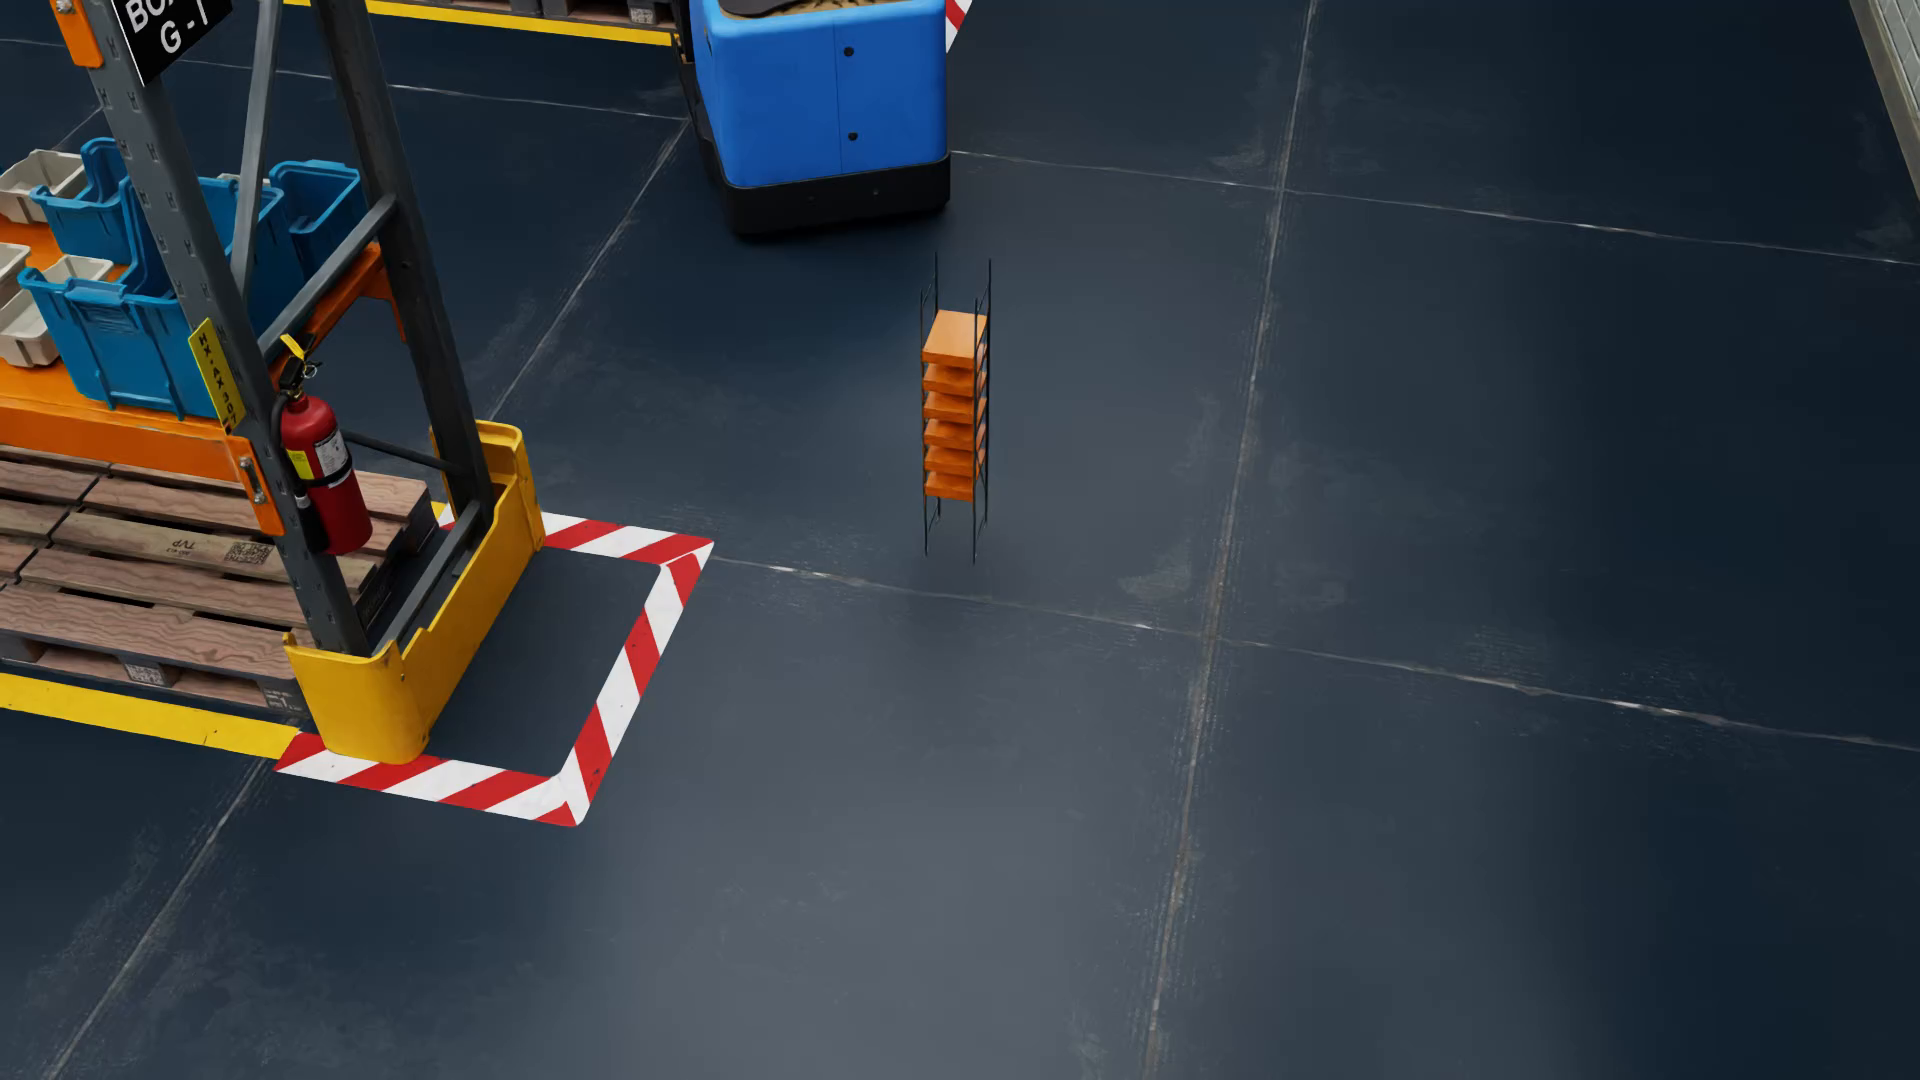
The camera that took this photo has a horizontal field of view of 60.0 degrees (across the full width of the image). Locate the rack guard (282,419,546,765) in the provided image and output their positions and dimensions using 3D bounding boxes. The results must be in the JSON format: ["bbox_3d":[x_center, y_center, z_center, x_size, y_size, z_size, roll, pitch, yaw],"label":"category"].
[{"bbox_3d":[-1.840,0.149,5.735,0.348,0.500,1.175,9,45,9],"label":"rack guard"}]

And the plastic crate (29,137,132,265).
[{"bbox_3d":[-2.678,-1.068,5.274,0.300,0.233,0.416,9,45,9],"label":"plastic crate"}]

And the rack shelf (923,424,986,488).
[{"bbox_3d":[-0.014,-0.316,5.950,0.180,0.103,0.258,9,45,9],"label":"rack shelf"}]

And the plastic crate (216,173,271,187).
[{"bbox_3d":[-2.331,-1.038,5.313,0.298,0.136,0.250,9,45,9],"label":"plastic crate"}]

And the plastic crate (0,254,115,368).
[{"bbox_3d":[-2.702,-0.674,4.935,0.243,0.136,0.396,9,45,9],"label":"plastic crate"}]

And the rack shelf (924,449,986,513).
[{"bbox_3d":[-0.014,-0.230,6.033,0.180,0.103,0.258,9,45,9],"label":"rack shelf"}]

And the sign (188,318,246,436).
[{"bbox_3d":[-1.971,-0.431,4.417,0.005,0.325,0.100,9,45,9],"label":"sign"}]

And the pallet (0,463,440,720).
[{"bbox_3d":[-2.663,0.107,5.987,1.213,0.211,1.003,9,45,9],"label":"pallet"}]

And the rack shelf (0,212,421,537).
[{"bbox_3d":[-3.818,-0.791,5.427,4.000,0.370,1.077,9,45,9],"label":"rack shelf"}]

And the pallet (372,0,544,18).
[{"bbox_3d":[-2.821,-3.412,9.642,1.213,0.211,1.003,9,45,9],"label":"pallet"}]

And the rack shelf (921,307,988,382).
[{"bbox_3d":[-0.014,-0.662,5.617,0.180,0.103,0.258,9,45,9],"label":"rack shelf"}]

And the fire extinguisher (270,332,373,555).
[{"bbox_3d":[-1.819,-0.254,4.676,0.183,0.674,0.296,9,45,9],"label":"fire extinguisher"}]

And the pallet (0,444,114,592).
[{"bbox_3d":[-3.850,-0.080,6.180,1.213,0.211,1.003,9,45,9],"label":"pallet"}]

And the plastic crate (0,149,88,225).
[{"bbox_3d":[-2.993,-1.141,5.419,0.298,0.136,0.250,9,45,9],"label":"plastic crate"}]

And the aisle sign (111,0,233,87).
[{"bbox_3d":[-1.860,-1.474,3.744,0.004,0.787,0.394,9,45,9],"label":"aisle sign"}]

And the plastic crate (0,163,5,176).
[{"bbox_3d":[-3.321,-1.168,5.378,0.300,0.233,0.416,9,45,9],"label":"plastic crate"}]

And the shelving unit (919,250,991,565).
[{"bbox_3d":[-0.014,-0.434,5.836,0.189,1.200,0.258,9,45,9],"label":"shelving unit"}]

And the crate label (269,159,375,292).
[{"bbox_3d":[-2.036,-0.968,5.171,0.303,0.233,0.416,9,45,9],"label":"crate label"}]

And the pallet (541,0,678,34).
[{"bbox_3d":[-1.634,-3.225,9.449,1.213,0.211,1.003,9,45,9],"label":"pallet"}]

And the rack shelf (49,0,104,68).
[{"bbox_3d":[-3.818,-1.871,4.387,4.000,0.370,1.077,9,45,9],"label":"rack shelf"}]

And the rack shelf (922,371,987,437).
[{"bbox_3d":[-0.014,-0.489,5.784,0.180,0.103,0.258,9,45,9],"label":"rack shelf"}]

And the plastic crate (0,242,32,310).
[{"bbox_3d":[-2.982,-0.728,4.990,0.243,0.136,0.396,9,45,9],"label":"plastic crate"}]

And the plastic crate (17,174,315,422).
[{"bbox_3d":[-2.234,-0.706,4.751,0.499,0.435,0.616,9,45,9],"label":"plastic crate"}]

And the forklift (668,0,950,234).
[{"bbox_3d":[-0.909,-3.493,7.766,1.130,2.935,3.031,-10,45,-10],"label":"forklift"}]

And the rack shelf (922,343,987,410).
[{"bbox_3d":[-0.014,-0.575,5.701,0.180,0.103,0.258,9,45,9],"label":"rack shelf"}]

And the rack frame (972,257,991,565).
[{"bbox_3d":[0.075,-0.421,5.822,0.006,1.200,0.240,9,45,9],"label":"rack frame"}]

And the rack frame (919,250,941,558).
[{"bbox_3d":[-0.103,-0.448,5.851,0.006,1.200,0.240,9,45,9],"label":"rack frame"}]

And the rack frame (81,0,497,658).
[{"bbox_3d":[-1.867,-0.747,4.863,0.127,3.000,1.000,9,45,9],"label":"rack frame"}]

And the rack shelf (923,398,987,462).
[{"bbox_3d":[-0.014,-0.402,5.867,0.180,0.103,0.258,9,45,9],"label":"rack shelf"}]
